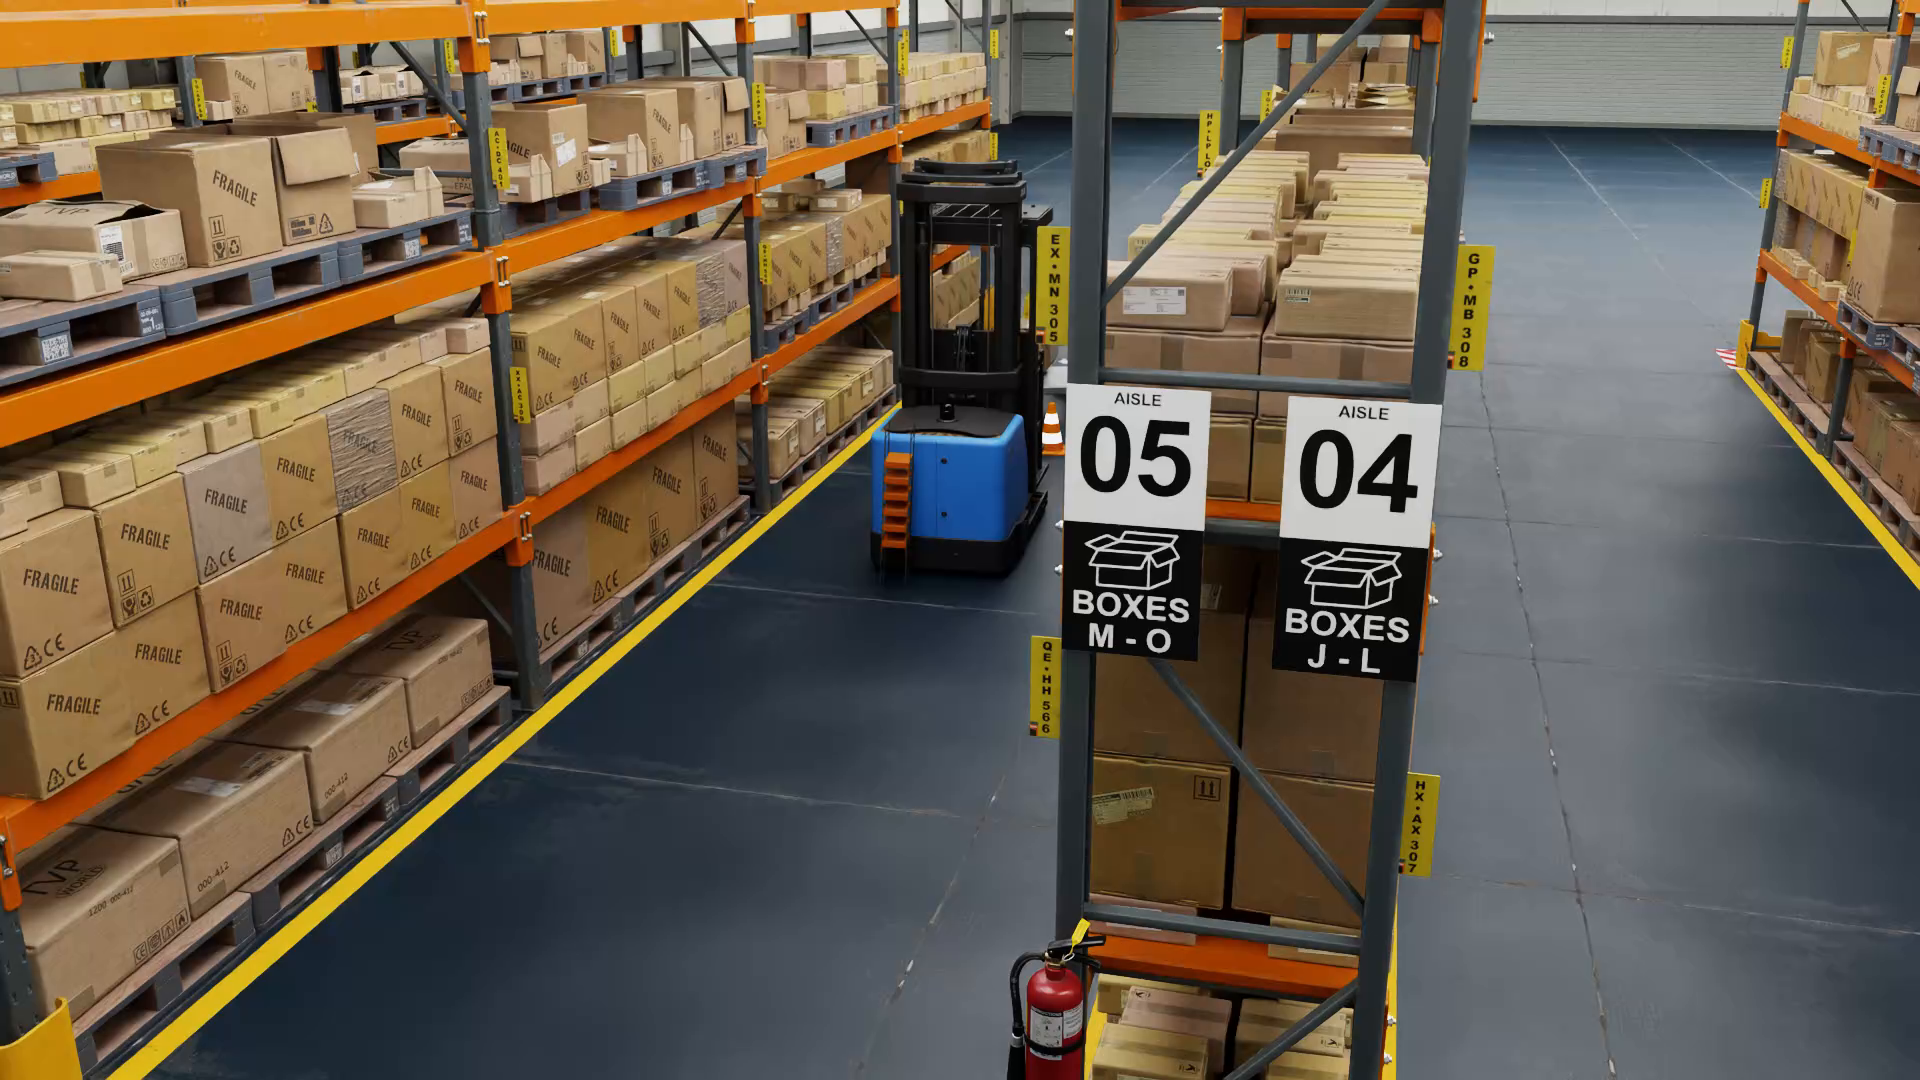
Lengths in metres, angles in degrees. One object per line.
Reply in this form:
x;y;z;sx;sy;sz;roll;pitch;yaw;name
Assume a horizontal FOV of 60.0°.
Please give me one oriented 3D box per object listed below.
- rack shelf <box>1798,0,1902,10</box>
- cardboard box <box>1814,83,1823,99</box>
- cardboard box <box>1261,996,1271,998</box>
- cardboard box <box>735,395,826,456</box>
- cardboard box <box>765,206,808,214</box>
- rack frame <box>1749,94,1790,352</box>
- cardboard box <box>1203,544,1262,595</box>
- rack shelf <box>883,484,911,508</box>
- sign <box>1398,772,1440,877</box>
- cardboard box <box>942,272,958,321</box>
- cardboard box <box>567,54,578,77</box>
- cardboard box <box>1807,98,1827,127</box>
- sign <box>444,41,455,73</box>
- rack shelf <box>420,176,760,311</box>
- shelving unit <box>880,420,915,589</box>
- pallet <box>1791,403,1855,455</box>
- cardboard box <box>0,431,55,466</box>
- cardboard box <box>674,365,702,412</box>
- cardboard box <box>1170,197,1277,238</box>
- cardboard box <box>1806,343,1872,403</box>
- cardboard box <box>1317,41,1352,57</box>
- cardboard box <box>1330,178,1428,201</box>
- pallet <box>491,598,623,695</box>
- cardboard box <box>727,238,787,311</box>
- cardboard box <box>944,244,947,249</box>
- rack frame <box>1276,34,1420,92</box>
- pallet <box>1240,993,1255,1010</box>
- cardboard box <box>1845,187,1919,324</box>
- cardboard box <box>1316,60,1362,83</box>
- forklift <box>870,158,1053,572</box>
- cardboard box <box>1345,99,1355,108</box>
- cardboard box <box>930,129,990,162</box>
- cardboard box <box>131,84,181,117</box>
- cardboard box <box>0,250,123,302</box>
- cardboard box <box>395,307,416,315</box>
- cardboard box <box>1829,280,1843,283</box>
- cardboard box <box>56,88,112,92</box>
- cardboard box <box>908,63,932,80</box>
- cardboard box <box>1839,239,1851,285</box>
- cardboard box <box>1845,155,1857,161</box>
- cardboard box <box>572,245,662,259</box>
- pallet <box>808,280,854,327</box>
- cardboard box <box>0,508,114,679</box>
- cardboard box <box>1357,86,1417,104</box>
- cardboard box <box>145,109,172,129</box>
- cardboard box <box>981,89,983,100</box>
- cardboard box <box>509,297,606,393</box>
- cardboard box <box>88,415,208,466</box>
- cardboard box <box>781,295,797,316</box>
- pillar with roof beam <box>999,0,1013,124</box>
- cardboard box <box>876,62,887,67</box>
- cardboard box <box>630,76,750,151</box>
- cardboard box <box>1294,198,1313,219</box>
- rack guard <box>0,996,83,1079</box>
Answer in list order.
8.999;-5.272;15.818;1.077;0.370;4.000;5;19;13;rack shelf
8.898;-4.553;16.851;0.380;0.149;0.250;5;19;13;cardboard box
1.368;1.672;6.492;0.380;0.149;0.250;4;19;11;cardboard box
-1.757;-1.040;15.009;0.950;0.372;0.625;4;19;12;cardboard box
-1.748;-2.882;15.721;0.500;0.500;0.500;5;19;13;cardboard box
9.487;-3.402;18.507;1.000;3.000;0.127;5;19;13;rack frame
0.788;0.207;5.780;0.500;0.500;0.500;4;19;12;cardboard box
-0.451;-0.323;12.031;0.180;0.103;0.258;4;19;4;rack shelf
1.319;0.823;4.799;0.100;0.325;0.005;5;19;13;sign
-0.319;-2.844;19.317;0.500;0.500;0.500;4;19;12;cardboard box
-4.906;-5.814;20.332;0.396;0.266;0.258;5;19;14;cardboard box
8.874;-4.303;16.735;0.500;0.250;0.500;5;19;13;cardboard box
-5.385;-5.095;17.536;0.100;0.325;0.005;5;19;13;sign
-2.565;-2.129;11.253;1.077;0.370;4.000;5;19;13;rack shelf
-0.455;-0.252;12.056;0.189;1.200;0.258;4;19;4;shelving unit
8.640;-1.042;15.911;1.003;0.211;1.213;5;19;13;pallet
-4.016;-0.370;6.925;0.380;0.149;0.250;5;20;15;cardboard box
-2.197;-1.109;12.026;0.500;0.250;0.500;4;19;13;cardboard box
0.987;-1.192;6.238;0.380;0.149;0.250;4;19;12;cardboard box
8.855;-1.667;16.645;0.500;0.500;0.500;3;19;9;cardboard box
3.691;-4.871;16.519;0.380;0.149;0.250;5;19;14;cardboard box
1.712;-1.391;6.820;0.380;0.149;0.250;4;19;11;cardboard box
-2.939;0.649;10.962;1.003;0.211;1.213;5;19;13;pallet
-1.742;-2.187;13.684;0.500;0.500;0.500;4;19;12;cardboard box
-0.355;-3.367;18.792;0.380;0.149;0.250;5;19;13;cardboard box
2.748;-4.157;11.435;1.000;3.000;0.127;5;19;13;rack frame
1.345;1.852;7.438;1.003;0.211;1.213;5;19;13;pallet
8.180;-2.393;13.974;1.000;1.000;1.000;5;19;14;cardboard box
3.596;-4.481;15.994;0.500;0.250;0.500;4;19;13;cardboard box
0.125;-1.587;13.298;1.130;2.935;3.031;4;19;11;forklift
3.138;-3.151;12.464;0.500;0.311;0.500;5;19;13;cardboard box
-0.035;-4.668;20.053;0.700;0.500;0.500;4;19;12;cardboard box
-6.963;-3.910;14.780;0.500;0.250;0.500;5;19;13;cardboard box
-3.543;-1.039;6.533;0.380;0.149;0.250;5;20;15;cardboard box
-6.030;-2.232;18.106;0.875;0.625;0.625;6;20;16;cardboard box
8.609;-2.426;16.039;0.380;0.149;0.250;5;19;13;cardboard box
-7.249;-3.652;13.754;0.380;0.149;0.250;4;19;11;cardboard box
-0.507;-4.928;17.488;0.380;0.149;0.250;5;19;13;cardboard box
8.836;-2.626;15.621;0.875;0.500;0.500;5;19;13;cardboard box
9.476;-3.714;17.259;0.500;0.500;0.500;5;19;13;cardboard box
-2.546;-1.906;12.425;0.500;0.500;0.500;5;19;14;cardboard box
-1.633;-2.210;15.314;1.003;0.211;1.213;5;19;13;pallet
-3.638;0.182;6.312;0.500;0.500;0.500;4;19;12;cardboard box
2.790;-2.838;10.875;0.396;0.266;0.258;5;19;13;cardboard box
-6.744;-3.475;13.695;0.380;0.149;0.250;5;20;14;cardboard box
0.062;-5.351;19.962;0.380;0.149;0.250;5;19;14;cardboard box
-2.570;-1.221;10.419;0.500;0.500;0.500;5;19;13;cardboard box
-3.447;-0.417;7.063;0.380;0.149;0.250;5;19;14;cardboard box
-1.604;-2.012;14.177;0.380;0.149;0.250;3;19;10;cardboard box
5.524;-16.330;47.076;9.100;9.000;0.400;5;19;13;pillar with roof beam
-0.994;-5.053;17.855;0.380;0.149;0.250;4;19;12;cardboard box
-2.023;-3.214;12.506;0.797;0.503;0.637;3;19;10;cardboard box
1.294;-1.361;7.350;0.500;0.250;0.500;5;19;13;cardboard box
-4.037;2.021;6.498;1.175;0.500;0.348;5;19;13;rack guard
